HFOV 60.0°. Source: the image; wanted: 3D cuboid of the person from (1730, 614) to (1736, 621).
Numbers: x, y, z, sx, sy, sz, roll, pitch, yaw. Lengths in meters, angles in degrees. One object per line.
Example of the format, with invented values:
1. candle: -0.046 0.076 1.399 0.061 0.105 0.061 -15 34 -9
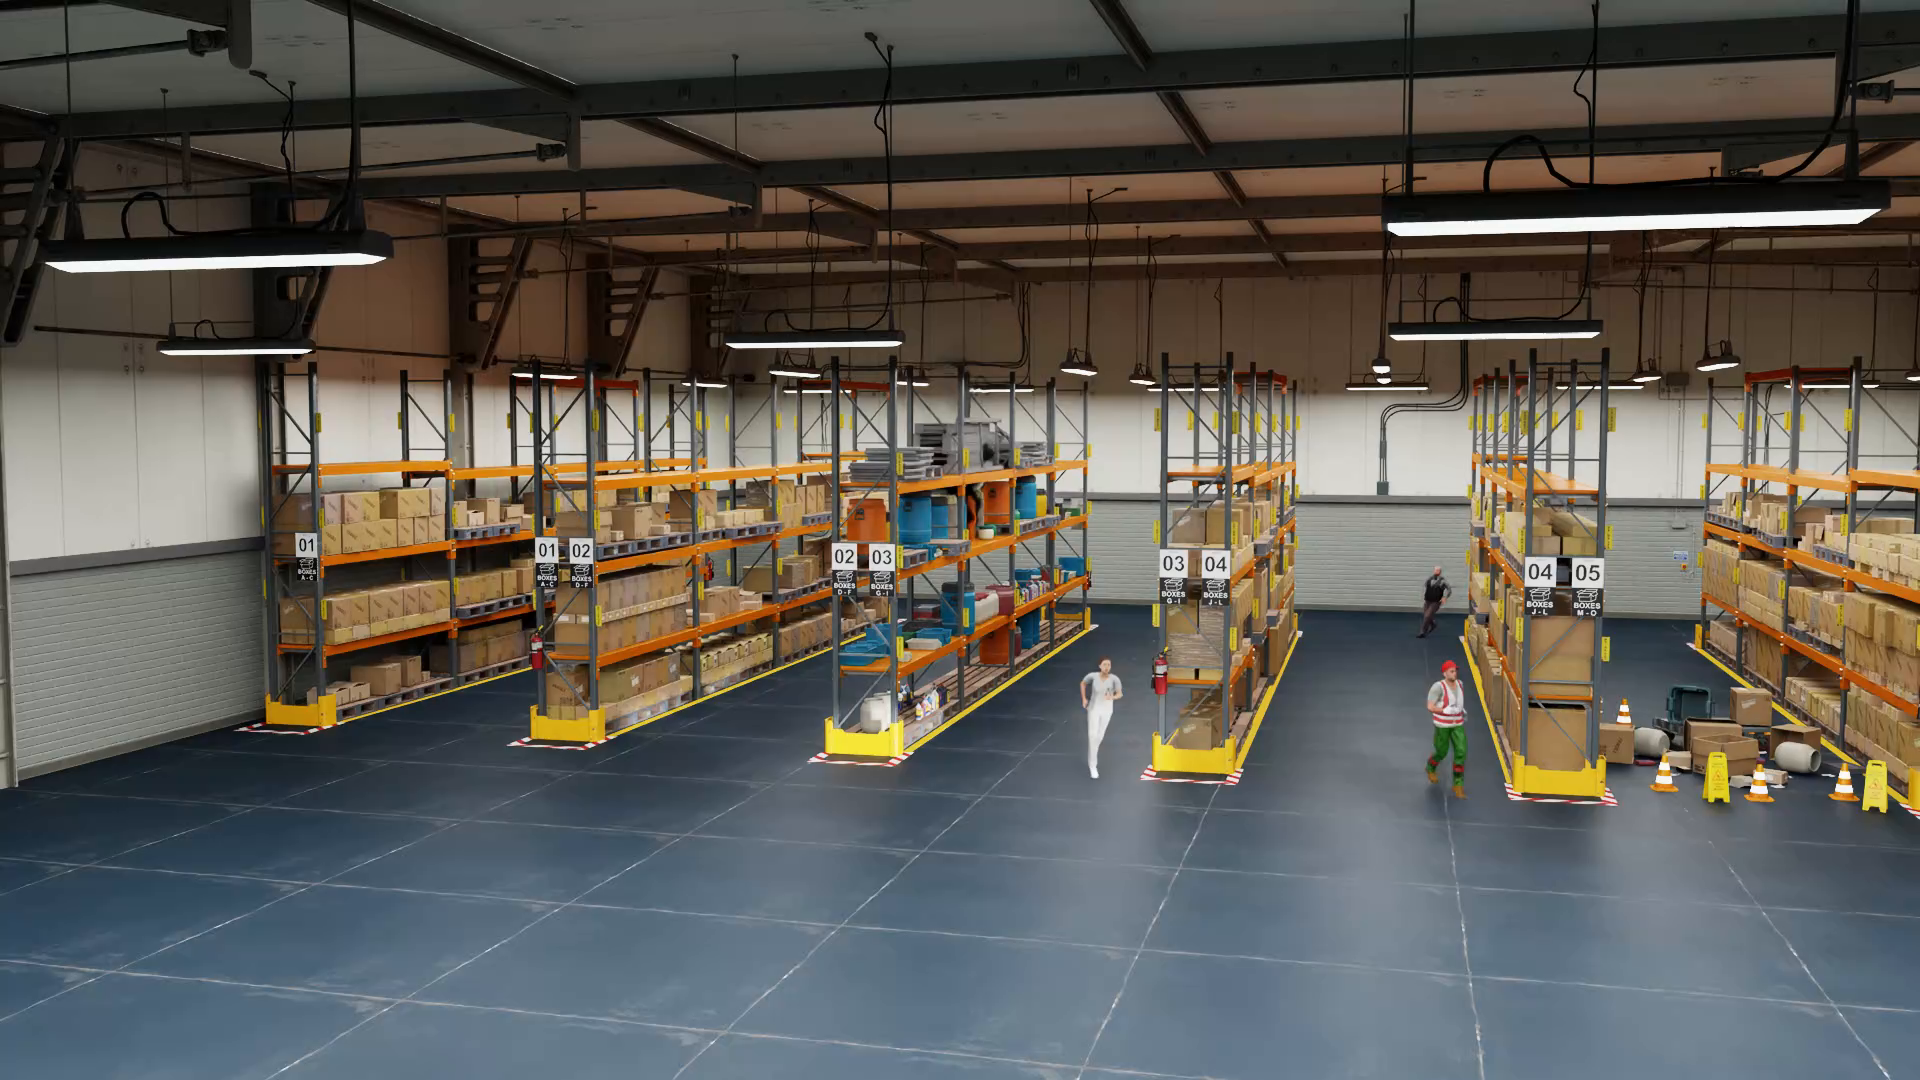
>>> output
1. person: 17.764 1.484 37.771 0.728 1.726 0.517 -3 5 -33

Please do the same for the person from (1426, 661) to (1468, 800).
1. person: 6.583 2.541 22.506 0.690 1.848 0.913 -1 4 -18

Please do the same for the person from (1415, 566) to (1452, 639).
1. person: 11.030 1.442 38.656 0.890 1.676 0.714 -3 5 -40

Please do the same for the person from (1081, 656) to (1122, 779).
1. person: 2.031 2.493 23.842 0.574 1.689 0.982 0 4 -4

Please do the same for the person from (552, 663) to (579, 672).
1. person: -6.951 2.049 29.528 0.691 1.762 0.799 1 4 12
